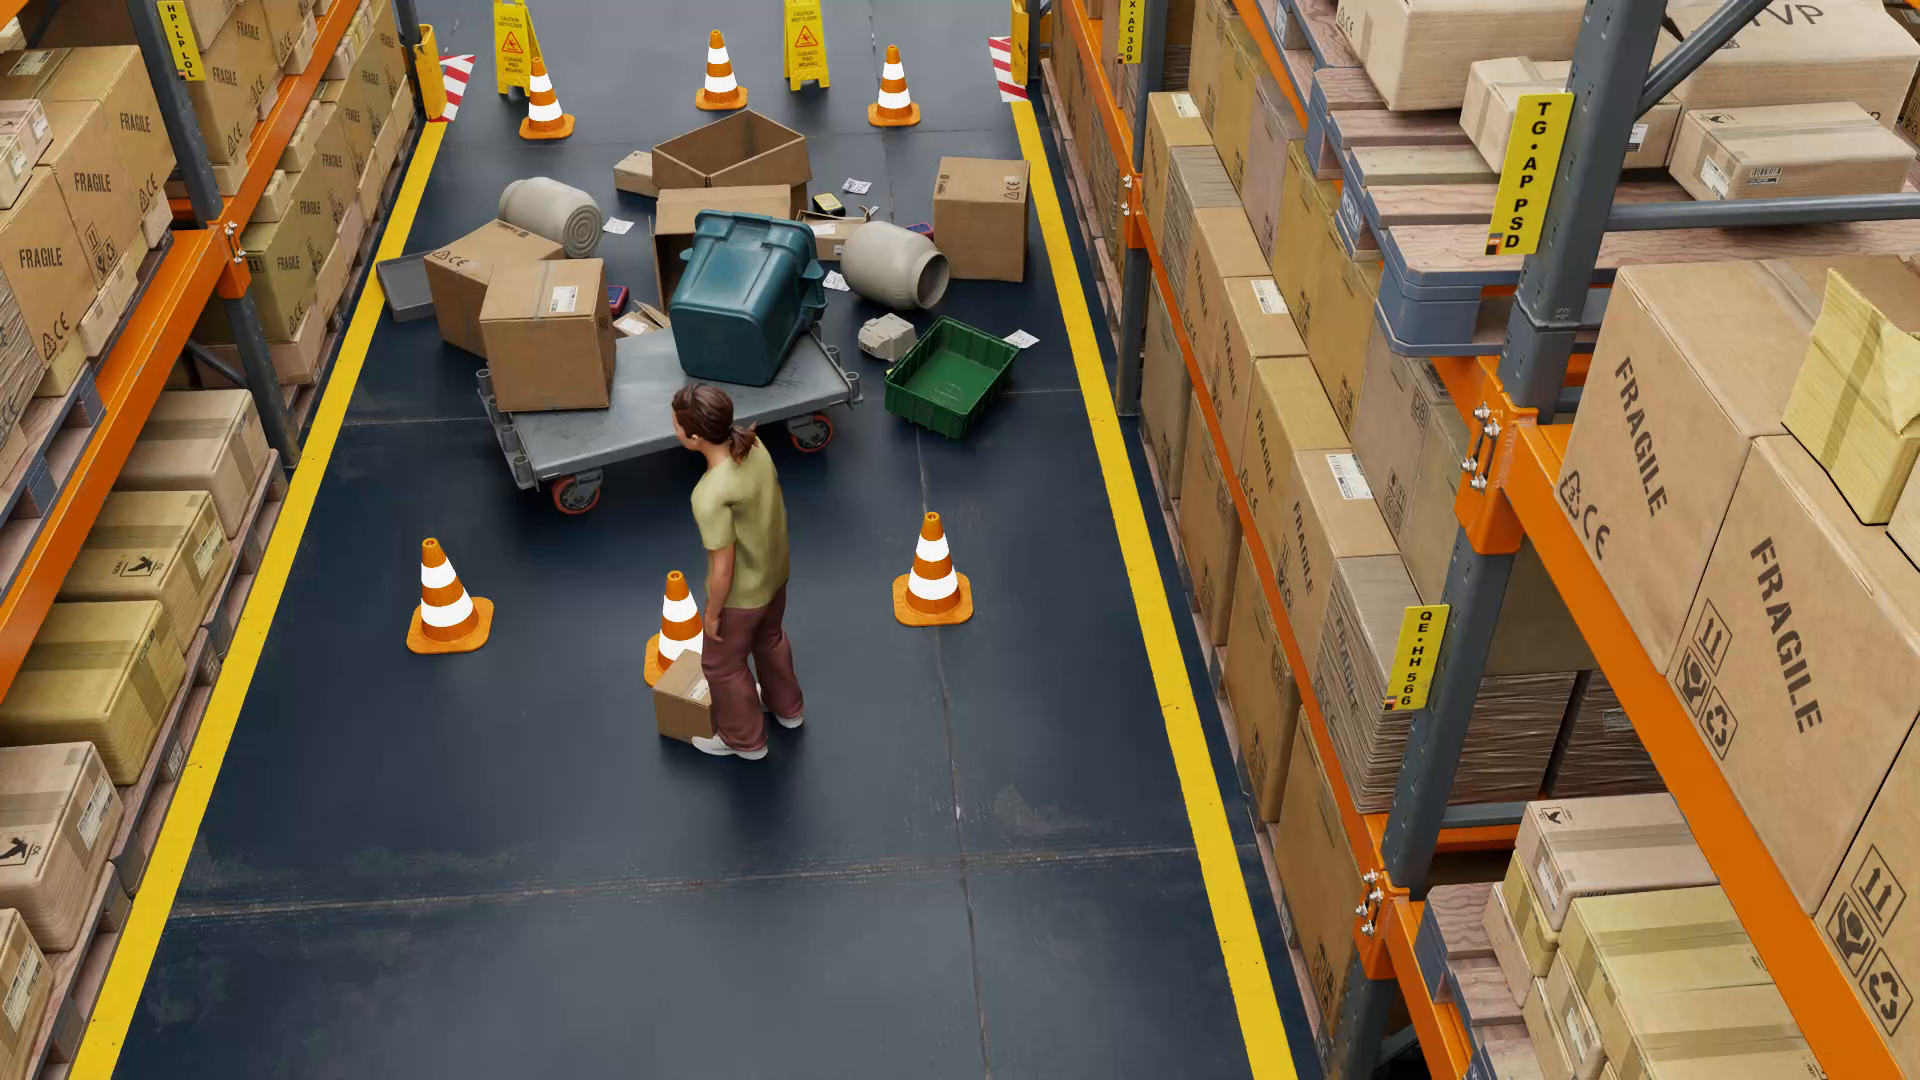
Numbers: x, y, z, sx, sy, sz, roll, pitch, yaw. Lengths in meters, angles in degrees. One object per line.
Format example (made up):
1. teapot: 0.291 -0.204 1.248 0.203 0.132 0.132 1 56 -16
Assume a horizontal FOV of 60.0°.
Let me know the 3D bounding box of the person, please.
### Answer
1. person: -0.821 0.136 5.990 0.416 1.671 0.520 13 41 16
